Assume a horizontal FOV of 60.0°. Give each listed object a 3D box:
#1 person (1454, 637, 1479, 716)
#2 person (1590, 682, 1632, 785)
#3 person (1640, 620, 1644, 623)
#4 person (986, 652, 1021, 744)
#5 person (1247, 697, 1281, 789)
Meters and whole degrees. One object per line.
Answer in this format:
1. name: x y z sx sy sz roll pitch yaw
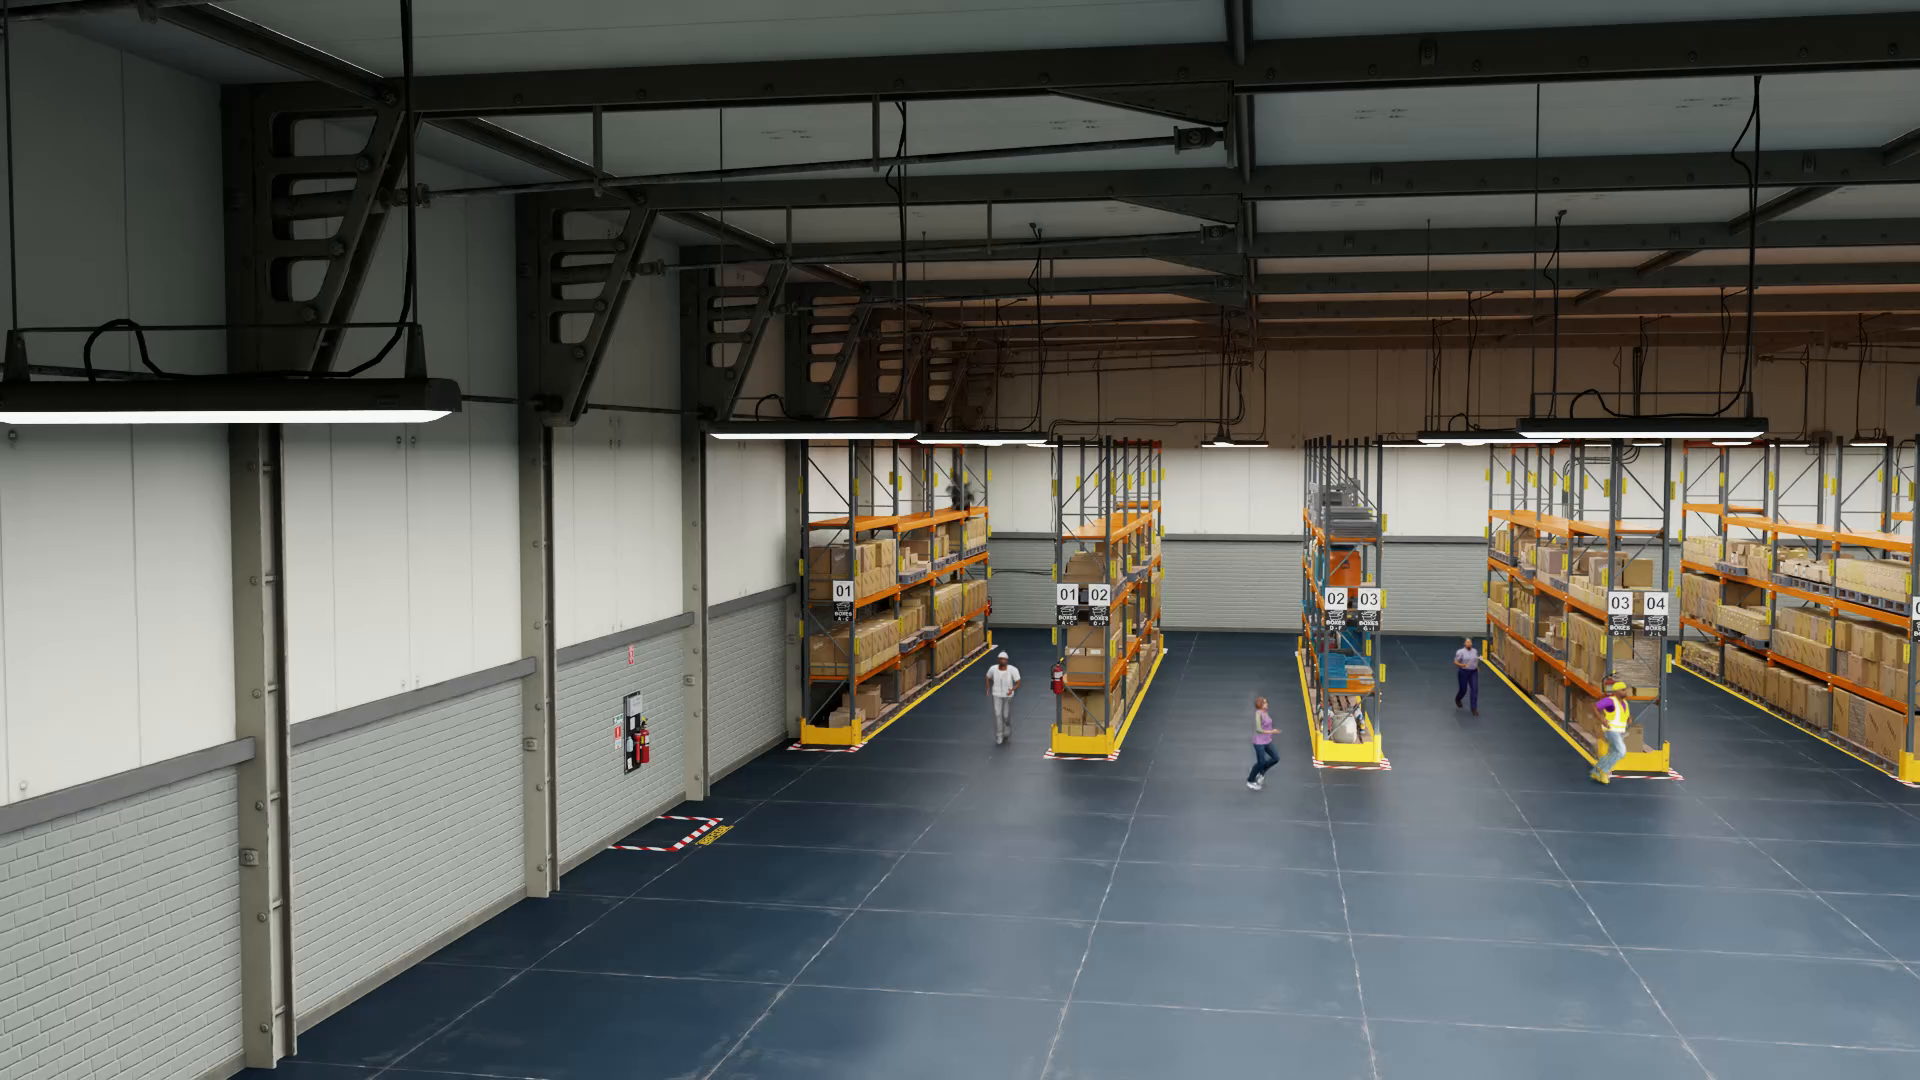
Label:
1. person: 11.030 2.945 36.135 0.609 1.637 0.921 0 3 -4
2. person: 11.255 3.312 28.637 0.693 1.746 0.632 -3 4 -40
3. person: 17.662 2.590 42.658 0.617 1.654 0.543 1 3 10
4. person: 0.843 3.072 32.694 0.715 1.775 0.903 0 3 7
5. person: 5.132 3.463 28.008 0.607 1.478 0.535 2 4 35
